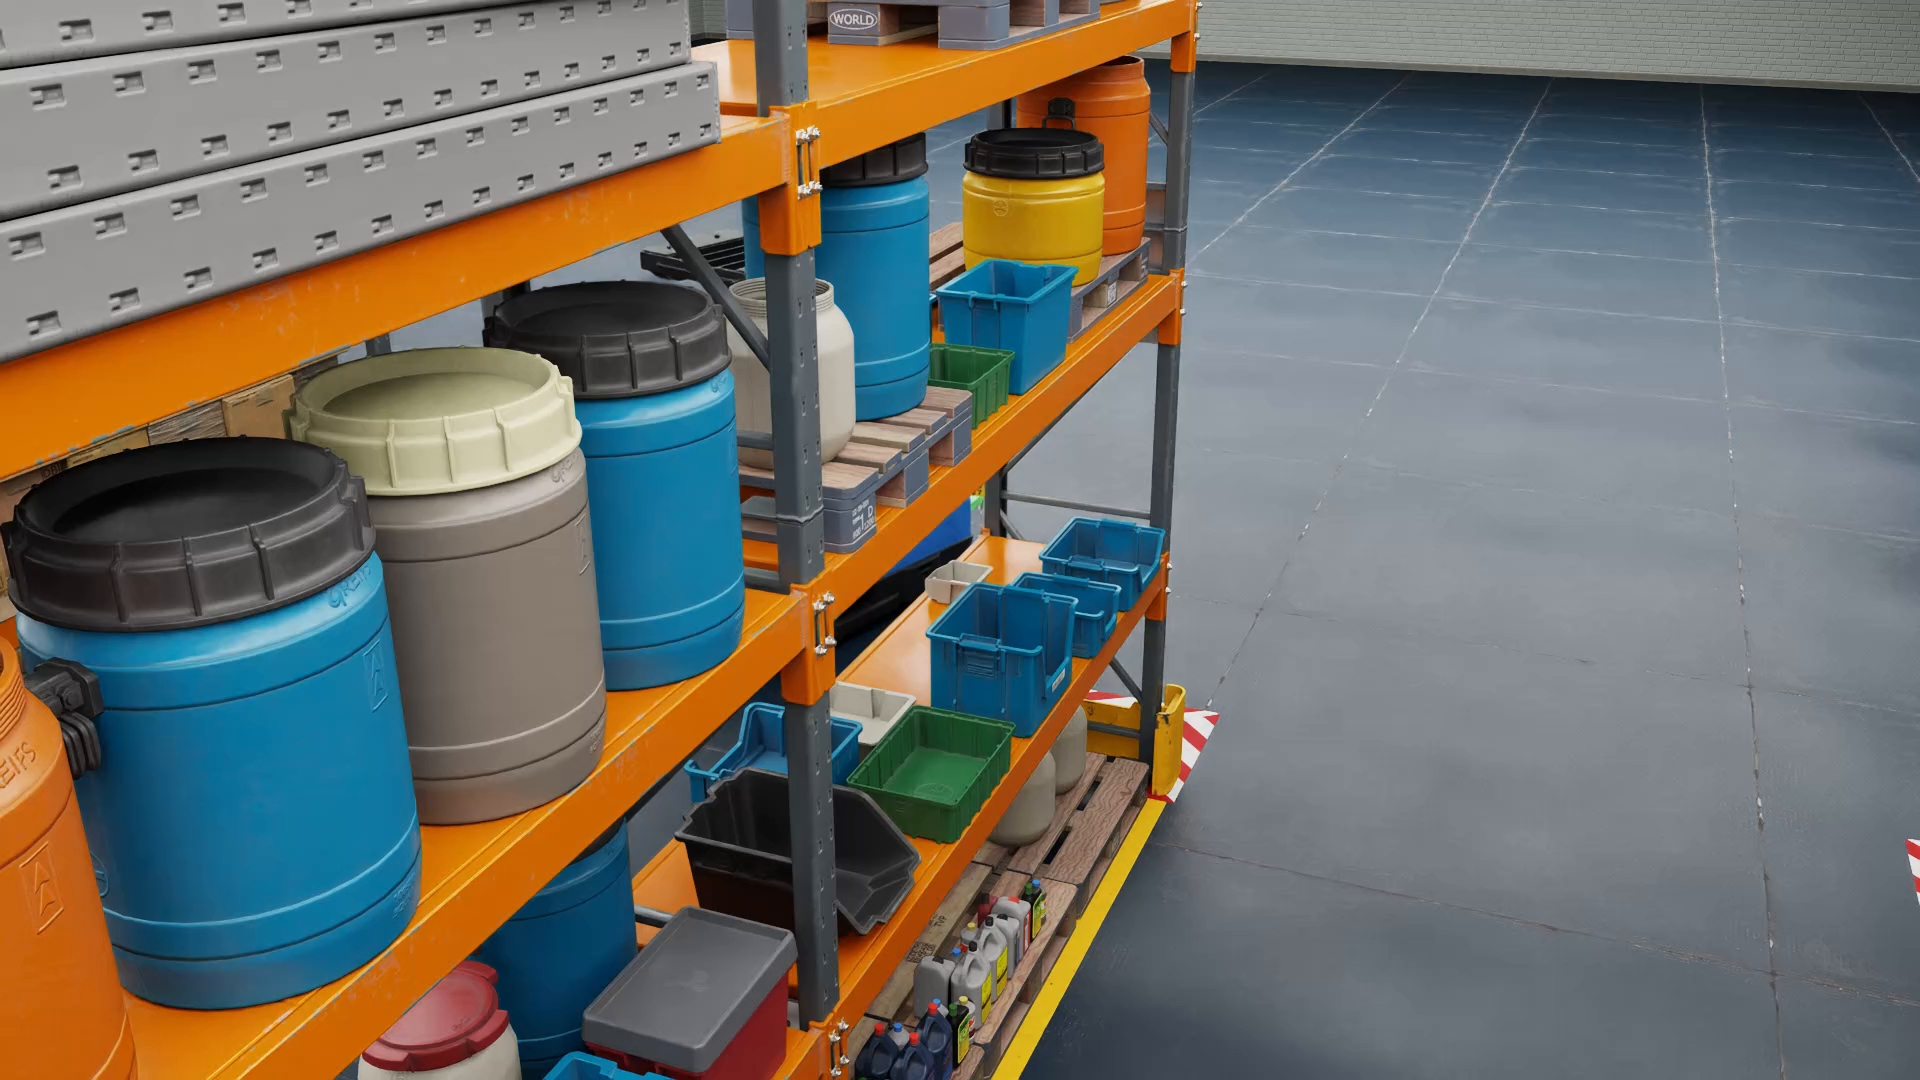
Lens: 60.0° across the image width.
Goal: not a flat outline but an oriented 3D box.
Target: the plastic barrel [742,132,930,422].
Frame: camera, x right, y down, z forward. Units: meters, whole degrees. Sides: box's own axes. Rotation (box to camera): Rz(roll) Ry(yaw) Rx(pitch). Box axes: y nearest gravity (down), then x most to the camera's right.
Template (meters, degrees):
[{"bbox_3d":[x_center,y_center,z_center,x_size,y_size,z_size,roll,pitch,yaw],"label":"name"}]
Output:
[{"bbox_3d":[-0.399,-0.897,5.418,0.600,0.901,0.708,9,24,20],"label":"plastic barrel"}]

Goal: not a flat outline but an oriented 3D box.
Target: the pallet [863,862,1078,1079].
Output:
[{"bbox_3d":[-0.129,1.868,7.505,1.003,0.211,1.213,9,24,20],"label":"pallet"}]

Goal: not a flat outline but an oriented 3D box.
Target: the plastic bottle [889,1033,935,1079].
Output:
[{"bbox_3d":[-0.183,2.043,6.333,0.144,0.351,0.185,9,24,21],"label":"plastic bottle"}]

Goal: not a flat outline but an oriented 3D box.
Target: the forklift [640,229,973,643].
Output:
[{"bbox_3d":[-1.222,-0.789,10.335,1.130,2.935,3.031,17,28,35],"label":"forklift"}]

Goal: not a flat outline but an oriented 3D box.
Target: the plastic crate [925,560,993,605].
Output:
[{"bbox_3d":[-0.014,0.218,8.179,0.298,0.136,0.250,9,24,20],"label":"plastic crate"}]

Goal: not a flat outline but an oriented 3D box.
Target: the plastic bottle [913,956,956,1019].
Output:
[{"bbox_3d":[-0.102,1.846,6.902,0.152,0.276,0.135,9,24,20],"label":"plastic bottle"}]

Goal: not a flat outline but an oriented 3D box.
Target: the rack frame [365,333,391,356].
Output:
[{"bbox_3d":[-3.981,-0.887,10.482,1.000,3.000,0.127,9,24,20],"label":"rack frame"}]

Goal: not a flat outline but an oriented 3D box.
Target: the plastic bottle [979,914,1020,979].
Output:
[{"bbox_3d":[0.172,1.732,7.176,0.152,0.276,0.135,8,24,19],"label":"plastic bottle"}]

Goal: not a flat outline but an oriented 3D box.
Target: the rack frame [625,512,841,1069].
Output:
[{"bbox_3d":[-0.868,1.253,5.358,1.000,3.000,0.127,9,24,20],"label":"rack frame"}]

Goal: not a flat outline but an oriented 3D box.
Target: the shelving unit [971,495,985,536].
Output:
[{"bbox_3d":[-0.019,-0.511,11.917,0.258,1.200,0.503,9,24,21],"label":"shelving unit"}]

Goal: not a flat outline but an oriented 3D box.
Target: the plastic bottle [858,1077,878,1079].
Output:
[{"bbox_3d":[-0.347,2.118,6.242,0.061,0.283,0.133,9,24,20],"label":"plastic bottle"}]

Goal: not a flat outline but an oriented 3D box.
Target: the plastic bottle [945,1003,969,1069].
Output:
[{"bbox_3d":[-0.013,1.954,6.635,0.061,0.283,0.133,10,25,22],"label":"plastic bottle"}]

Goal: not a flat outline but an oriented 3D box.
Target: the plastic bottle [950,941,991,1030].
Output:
[{"bbox_3d":[0.045,1.823,6.859,0.144,0.351,0.185,9,24,20],"label":"plastic bottle"}]

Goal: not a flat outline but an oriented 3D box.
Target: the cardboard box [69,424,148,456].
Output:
[{"bbox_3d":[-4.518,-0.764,8.374,0.500,0.500,0.500,9,24,20],"label":"cardboard box"}]

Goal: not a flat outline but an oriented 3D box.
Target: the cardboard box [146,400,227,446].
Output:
[{"bbox_3d":[-4.511,-0.509,9.061,0.875,0.500,0.500,9,24,20],"label":"cardboard box"}]

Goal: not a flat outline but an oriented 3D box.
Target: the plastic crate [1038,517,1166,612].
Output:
[{"bbox_3d":[0.709,0.112,8.282,0.499,0.251,0.616,9,24,20],"label":"plastic crate"}]

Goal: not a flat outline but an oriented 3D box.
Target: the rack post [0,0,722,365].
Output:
[{"bbox_3d":[-1.520,-0.890,2.447,1.013,1.000,3.121,9,24,20],"label":"rack post"}]

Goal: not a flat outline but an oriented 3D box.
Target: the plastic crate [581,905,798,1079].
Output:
[{"bbox_3d":[-0.764,1.441,4.826,0.402,0.464,0.583,9,24,20],"label":"plastic crate"}]

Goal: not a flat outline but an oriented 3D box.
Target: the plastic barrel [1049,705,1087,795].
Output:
[{"bbox_3d":[0.444,1.023,8.593,0.421,0.512,0.421,0,23,0],"label":"plastic barrel"}]

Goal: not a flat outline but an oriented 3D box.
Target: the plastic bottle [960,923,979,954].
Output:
[{"bbox_3d":[0.049,1.755,7.217,0.097,0.201,0.097,0,23,0],"label":"plastic bottle"}]

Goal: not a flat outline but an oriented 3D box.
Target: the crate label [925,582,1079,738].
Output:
[{"bbox_3d":[0.185,0.503,7.108,0.502,0.435,0.616,9,24,20],"label":"crate label"}]

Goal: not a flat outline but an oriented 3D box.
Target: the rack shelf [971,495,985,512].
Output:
[{"bbox_3d":[-0.019,-0.231,12.034,0.258,0.148,0.480,9,24,21],"label":"rack shelf"}]

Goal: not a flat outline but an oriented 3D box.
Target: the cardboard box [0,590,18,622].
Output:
[{"bbox_3d":[-4.721,0.271,8.036,0.380,0.149,0.250,9,24,20],"label":"cardboard box"}]

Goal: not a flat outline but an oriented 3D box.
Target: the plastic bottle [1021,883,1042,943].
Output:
[{"bbox_3d":[0.316,1.637,7.393,0.061,0.283,0.133,9,24,21],"label":"plastic bottle"}]

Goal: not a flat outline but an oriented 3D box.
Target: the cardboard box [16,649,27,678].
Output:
[{"bbox_3d":[-4.918,0.927,8.837,0.500,0.500,0.500,7,24,15],"label":"cardboard box"}]

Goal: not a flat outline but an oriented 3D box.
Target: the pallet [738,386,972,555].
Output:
[{"bbox_3d":[-0.691,-0.316,5.468,1.213,0.211,1.003,9,24,20],"label":"pallet"}]

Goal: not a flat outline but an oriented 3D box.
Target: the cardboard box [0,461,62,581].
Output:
[{"bbox_3d":[-4.932,-0.159,8.222,0.875,0.500,0.500,9,24,20],"label":"cardboard box"}]

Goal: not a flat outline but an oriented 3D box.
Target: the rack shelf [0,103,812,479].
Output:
[{"bbox_3d":[-1.611,-0.283,2.704,1.077,0.370,4.000,9,24,20],"label":"rack shelf"}]

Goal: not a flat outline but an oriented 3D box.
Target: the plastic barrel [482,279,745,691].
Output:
[{"bbox_3d":[-0.856,-0.149,4.173,0.600,0.901,0.708,9,24,20],"label":"plastic barrel"}]

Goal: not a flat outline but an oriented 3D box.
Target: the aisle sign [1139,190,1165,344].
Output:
[{"bbox_3d":[0.920,-1.361,8.243,0.394,0.787,0.004,9,24,20],"label":"aisle sign"}]

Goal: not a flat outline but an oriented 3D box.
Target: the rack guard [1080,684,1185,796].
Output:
[{"bbox_3d":[0.633,1.009,9.185,1.175,0.500,0.348,9,24,20],"label":"rack guard"}]

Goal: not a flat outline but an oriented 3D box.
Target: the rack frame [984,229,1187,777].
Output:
[{"bbox_3d":[0.617,-0.178,8.785,1.000,3.000,0.127,9,24,20],"label":"rack frame"}]

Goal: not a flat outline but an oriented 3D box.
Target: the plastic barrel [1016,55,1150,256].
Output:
[{"bbox_3d":[0.555,-1.762,7.583,0.600,0.830,0.708,9,24,20],"label":"plastic barrel"}]

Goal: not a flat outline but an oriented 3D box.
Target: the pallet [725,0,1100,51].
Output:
[{"bbox_3d":[-0.136,-1.980,6.080,1.003,0.211,1.213,9,24,20],"label":"pallet"}]

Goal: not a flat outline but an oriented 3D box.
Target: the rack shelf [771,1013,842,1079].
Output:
[{"bbox_3d":[-1.611,2.301,3.783,1.077,0.370,4.000,9,24,20],"label":"rack shelf"}]

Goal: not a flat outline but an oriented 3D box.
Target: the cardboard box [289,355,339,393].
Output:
[{"bbox_3d":[-4.211,-0.878,9.944,0.875,0.500,0.500,9,24,20],"label":"cardboard box"}]

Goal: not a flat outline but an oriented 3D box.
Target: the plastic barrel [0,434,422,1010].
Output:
[{"bbox_3d":[-1.342,0.319,3.052,0.600,0.901,0.708,9,24,20],"label":"plastic barrel"}]

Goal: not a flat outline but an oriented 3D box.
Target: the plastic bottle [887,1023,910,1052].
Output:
[{"bbox_3d":[-0.241,2.011,6.514,0.097,0.271,0.097,0,23,0],"label":"plastic bottle"}]

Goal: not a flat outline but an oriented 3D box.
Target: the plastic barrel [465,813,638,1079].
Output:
[{"bbox_3d":[-1.293,1.117,5.034,0.600,0.901,0.708,9,24,20],"label":"plastic barrel"}]

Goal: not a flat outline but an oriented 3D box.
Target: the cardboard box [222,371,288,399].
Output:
[{"bbox_3d":[-4.136,-1.120,9.227,0.500,0.500,0.500,9,24,20],"label":"cardboard box"}]

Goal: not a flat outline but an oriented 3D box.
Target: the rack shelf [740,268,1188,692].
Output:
[{"bbox_3d":[-0.125,-0.515,6.632,1.077,0.370,4.000,9,24,20],"label":"rack shelf"}]

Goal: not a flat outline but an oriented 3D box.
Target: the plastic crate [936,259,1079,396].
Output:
[{"bbox_3d":[0.189,-0.829,6.473,0.392,0.384,0.575,9,24,20],"label":"plastic crate"}]

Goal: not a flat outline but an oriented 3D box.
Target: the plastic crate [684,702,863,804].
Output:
[{"bbox_3d":[-0.709,0.887,6.428,0.499,0.251,0.616,9,24,20],"label":"plastic crate"}]

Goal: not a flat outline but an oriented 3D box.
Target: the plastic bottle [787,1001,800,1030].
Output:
[{"bbox_3d":[-0.679,1.979,6.584,0.152,0.276,0.135,9,24,20],"label":"plastic bottle"}]
